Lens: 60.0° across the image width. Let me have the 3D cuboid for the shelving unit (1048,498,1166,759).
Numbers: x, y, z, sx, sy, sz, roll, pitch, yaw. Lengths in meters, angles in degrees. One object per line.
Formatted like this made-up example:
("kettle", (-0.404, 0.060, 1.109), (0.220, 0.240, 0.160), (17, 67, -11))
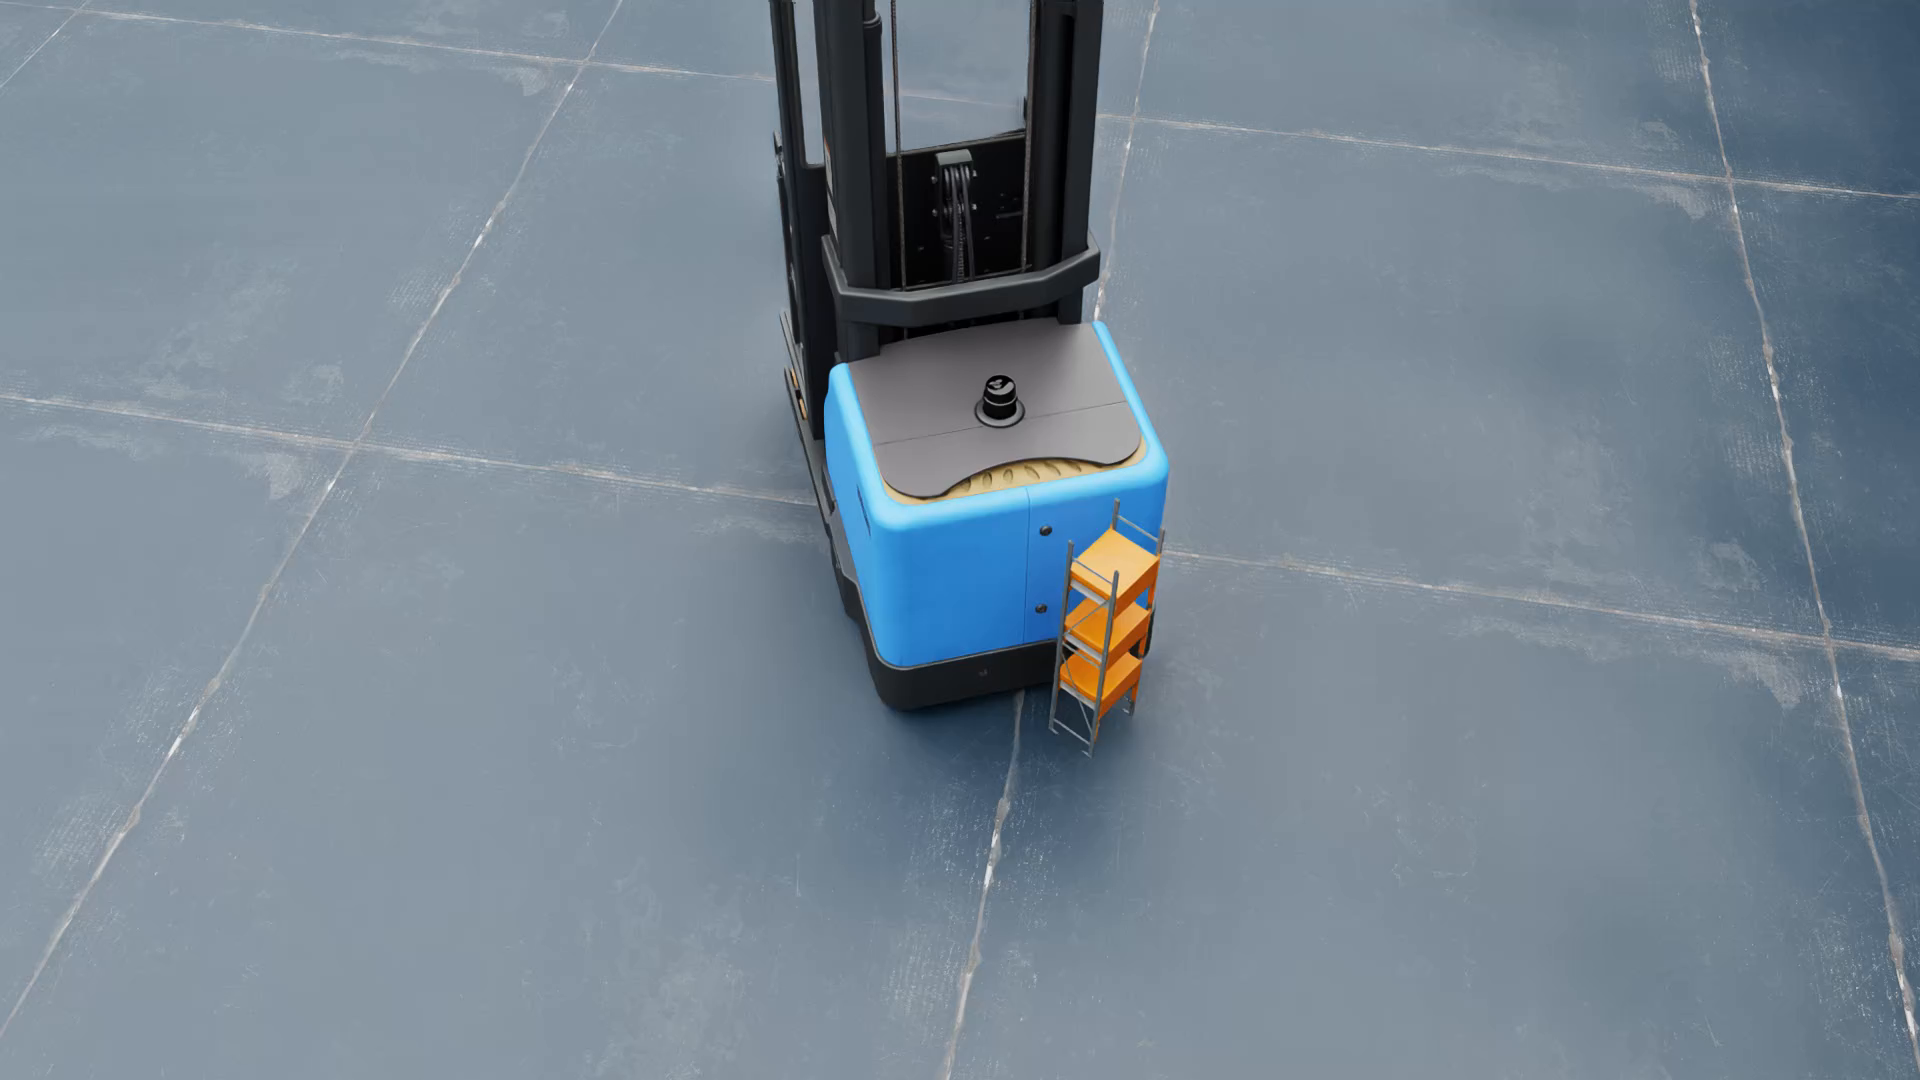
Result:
("shelving unit", (0.492, 0.327, 5.718), (0.215, 1.050, 0.252), (34, 56, 25))

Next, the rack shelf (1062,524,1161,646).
("rack shelf", (0.498, 0.148, 5.512), (0.215, 0.259, 0.240), (34, 56, 25))

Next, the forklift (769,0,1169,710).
("forklift", (-0.136, -1.482, 6.083), (1.130, 2.935, 3.031), (-11, 49, -9))

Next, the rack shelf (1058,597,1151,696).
("rack shelf", (0.492, 0.334, 5.726), (0.215, 0.259, 0.240), (34, 56, 25))

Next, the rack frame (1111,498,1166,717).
("rack frame", (0.572, 0.258, 5.780), (0.200, 1.050, 0.008), (34, 56, 25))

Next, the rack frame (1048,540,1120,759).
("rack frame", (0.413, 0.396, 5.656), (0.200, 1.050, 0.008), (34, 56, 25))

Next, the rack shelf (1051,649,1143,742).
("rack shelf", (0.486, 0.516, 5.936), (0.215, 0.259, 0.240), (34, 56, 25))
